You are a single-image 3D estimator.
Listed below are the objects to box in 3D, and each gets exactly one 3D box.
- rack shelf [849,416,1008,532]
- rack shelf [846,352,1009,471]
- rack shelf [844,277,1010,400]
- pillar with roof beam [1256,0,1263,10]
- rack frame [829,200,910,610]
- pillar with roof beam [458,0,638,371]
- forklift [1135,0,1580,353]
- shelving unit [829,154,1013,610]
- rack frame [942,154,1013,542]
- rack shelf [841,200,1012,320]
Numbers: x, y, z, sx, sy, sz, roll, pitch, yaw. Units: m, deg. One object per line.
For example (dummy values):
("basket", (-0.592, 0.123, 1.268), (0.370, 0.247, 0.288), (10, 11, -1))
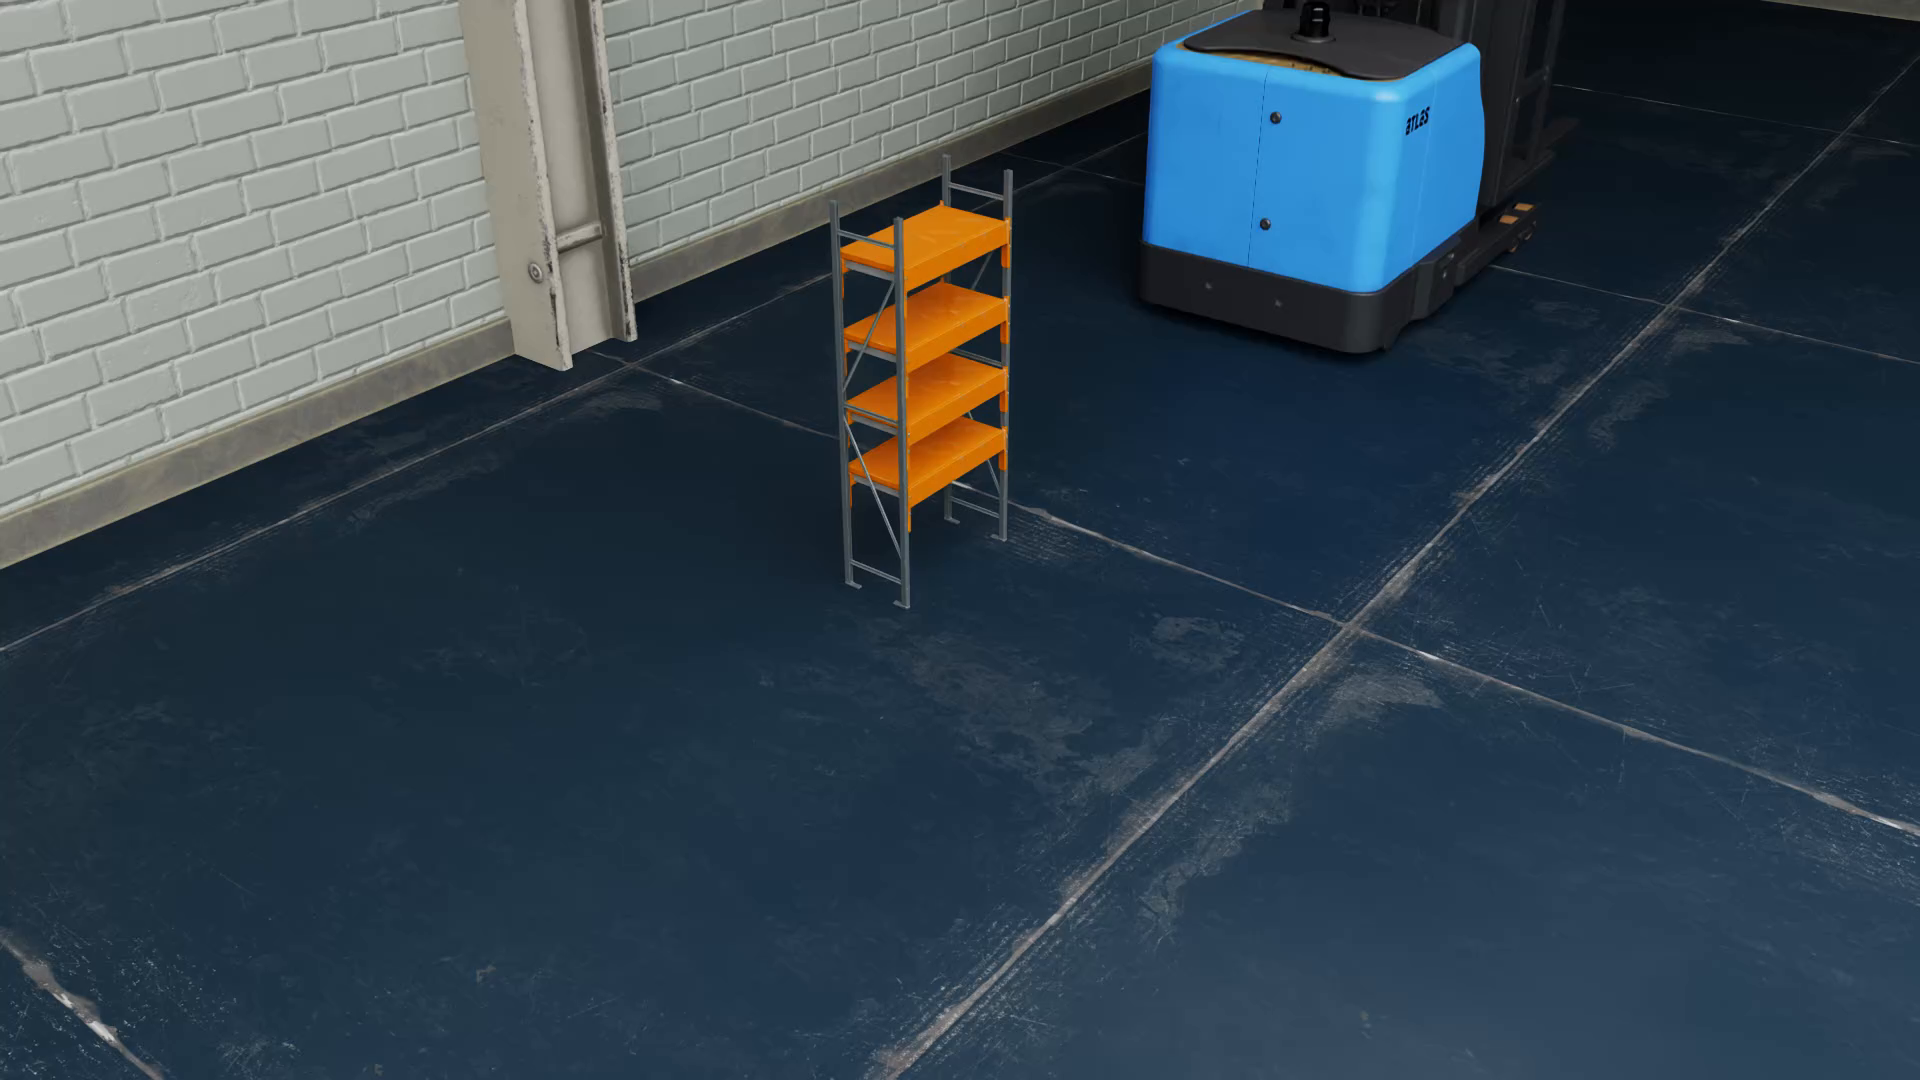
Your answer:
("rack shelf", (-0.100, -0.220, 4.966), (0.258, 0.148, 0.480), (21, 37, 31))
("rack shelf", (-0.100, -0.391, 4.865), (0.258, 0.148, 0.480), (21, 37, 31))
("rack shelf", (-0.100, -0.583, 4.751), (0.258, 0.148, 0.480), (21, 37, 31))
("pillar with roof beam", (5.537, -5.755, 6.134), (9.100, 9.000, 0.400), (21, 37, 31))
("rack frame", (-0.247, -0.350, 4.663), (0.240, 1.200, 0.015), (21, 37, 31))
("pillar with roof beam", (1.915, -3.316, 2.019), (9.100, 9.000, 0.400), (21, 37, 31))
("forklift", (1.980, -2.668, 6.878), (1.130, 2.935, 3.031), (20, 36, 30))
("shelving unit", (-0.100, -0.449, 4.831), (0.258, 1.200, 0.503), (21, 37, 31))
("rack frame", (0.047, -0.548, 4.998), (0.240, 1.200, 0.015), (21, 37, 31))
("rack shelf", (-0.100, -0.787, 4.630), (0.258, 0.148, 0.480), (21, 37, 31))
